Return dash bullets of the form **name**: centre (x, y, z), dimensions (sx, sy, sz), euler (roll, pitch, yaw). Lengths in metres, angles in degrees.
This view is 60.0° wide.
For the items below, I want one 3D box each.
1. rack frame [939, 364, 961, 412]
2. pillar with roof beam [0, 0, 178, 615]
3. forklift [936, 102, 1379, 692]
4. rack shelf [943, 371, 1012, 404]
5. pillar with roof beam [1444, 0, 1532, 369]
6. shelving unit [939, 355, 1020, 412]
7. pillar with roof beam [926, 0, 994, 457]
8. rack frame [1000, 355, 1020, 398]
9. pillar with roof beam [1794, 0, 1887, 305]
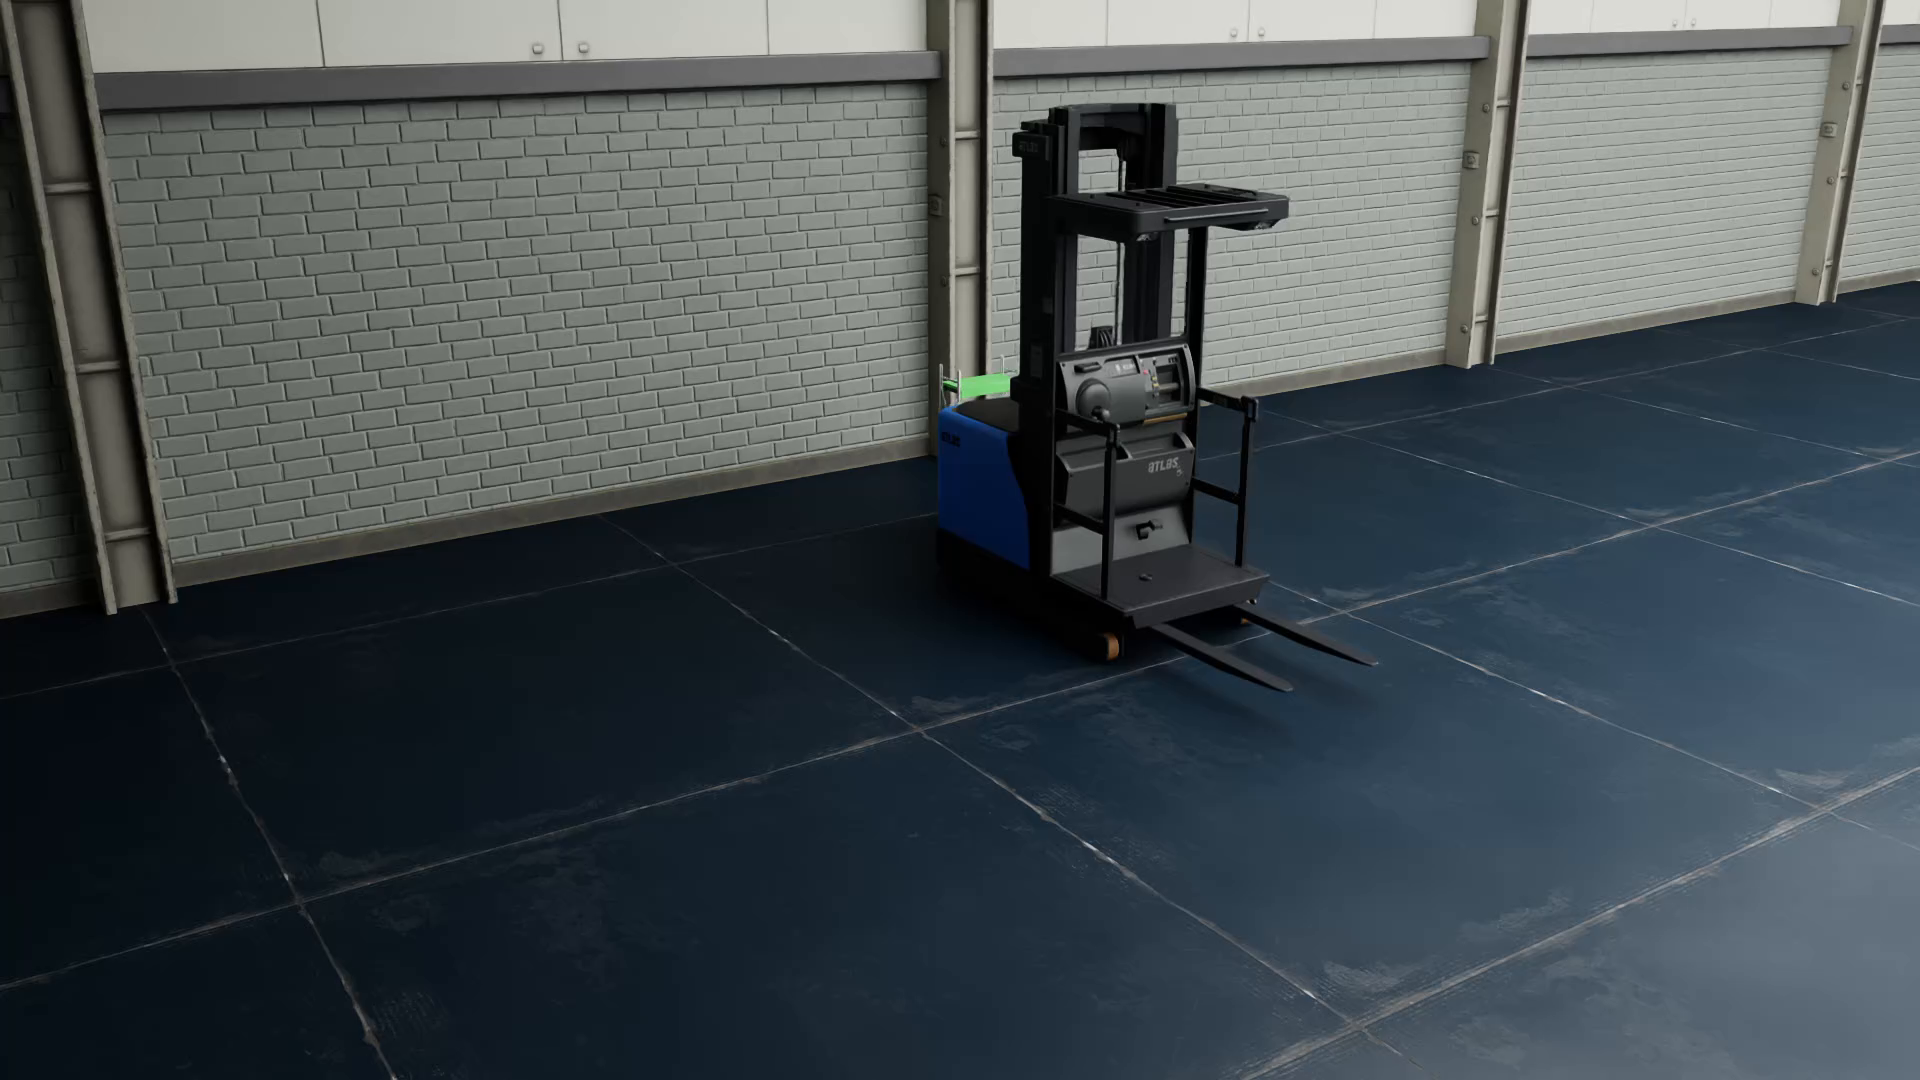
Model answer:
- **rack frame**: centre (-0.066, -0.555, 11.012), dimensions (0.015, 1.200, 0.240), euler (-12, 22, -31)
- **pillar with roof beam**: centre (-2.643, -2.739, 5.297), dimensions (0.400, 9.000, 9.100), euler (-12, 22, -31)
- **forklift**: centre (1.074, -0.884, 9.284), dimensions (1.130, 2.935, 3.031), euler (-12, 22, -31)
- **rack shelf**: centre (0.138, -0.992, 11.006), dimensions (0.480, 0.148, 0.258), euler (-12, 22, -31)
- **pillar with roof beam**: centre (7.379, -4.853, 11.549), dimensions (0.400, 9.000, 9.100), euler (-12, 22, -31)
- **shelving unit**: centre (0.138, -0.598, 11.139), dimensions (0.503, 1.200, 0.258), euler (-12, 22, -31)
- **pillar with roof beam**: centre (2.368, -3.796, 8.423), dimensions (0.400, 9.000, 9.100), euler (-12, 22, -31)
- **rack frame**: centre (0.342, -0.641, 11.266), dimensions (0.015, 1.200, 0.240), euler (-12, 22, -31)
- **pillar with roof beam**: centre (12.390, -5.910, 14.675), dimensions (0.400, 9.000, 9.100), euler (-12, 22, -31)
